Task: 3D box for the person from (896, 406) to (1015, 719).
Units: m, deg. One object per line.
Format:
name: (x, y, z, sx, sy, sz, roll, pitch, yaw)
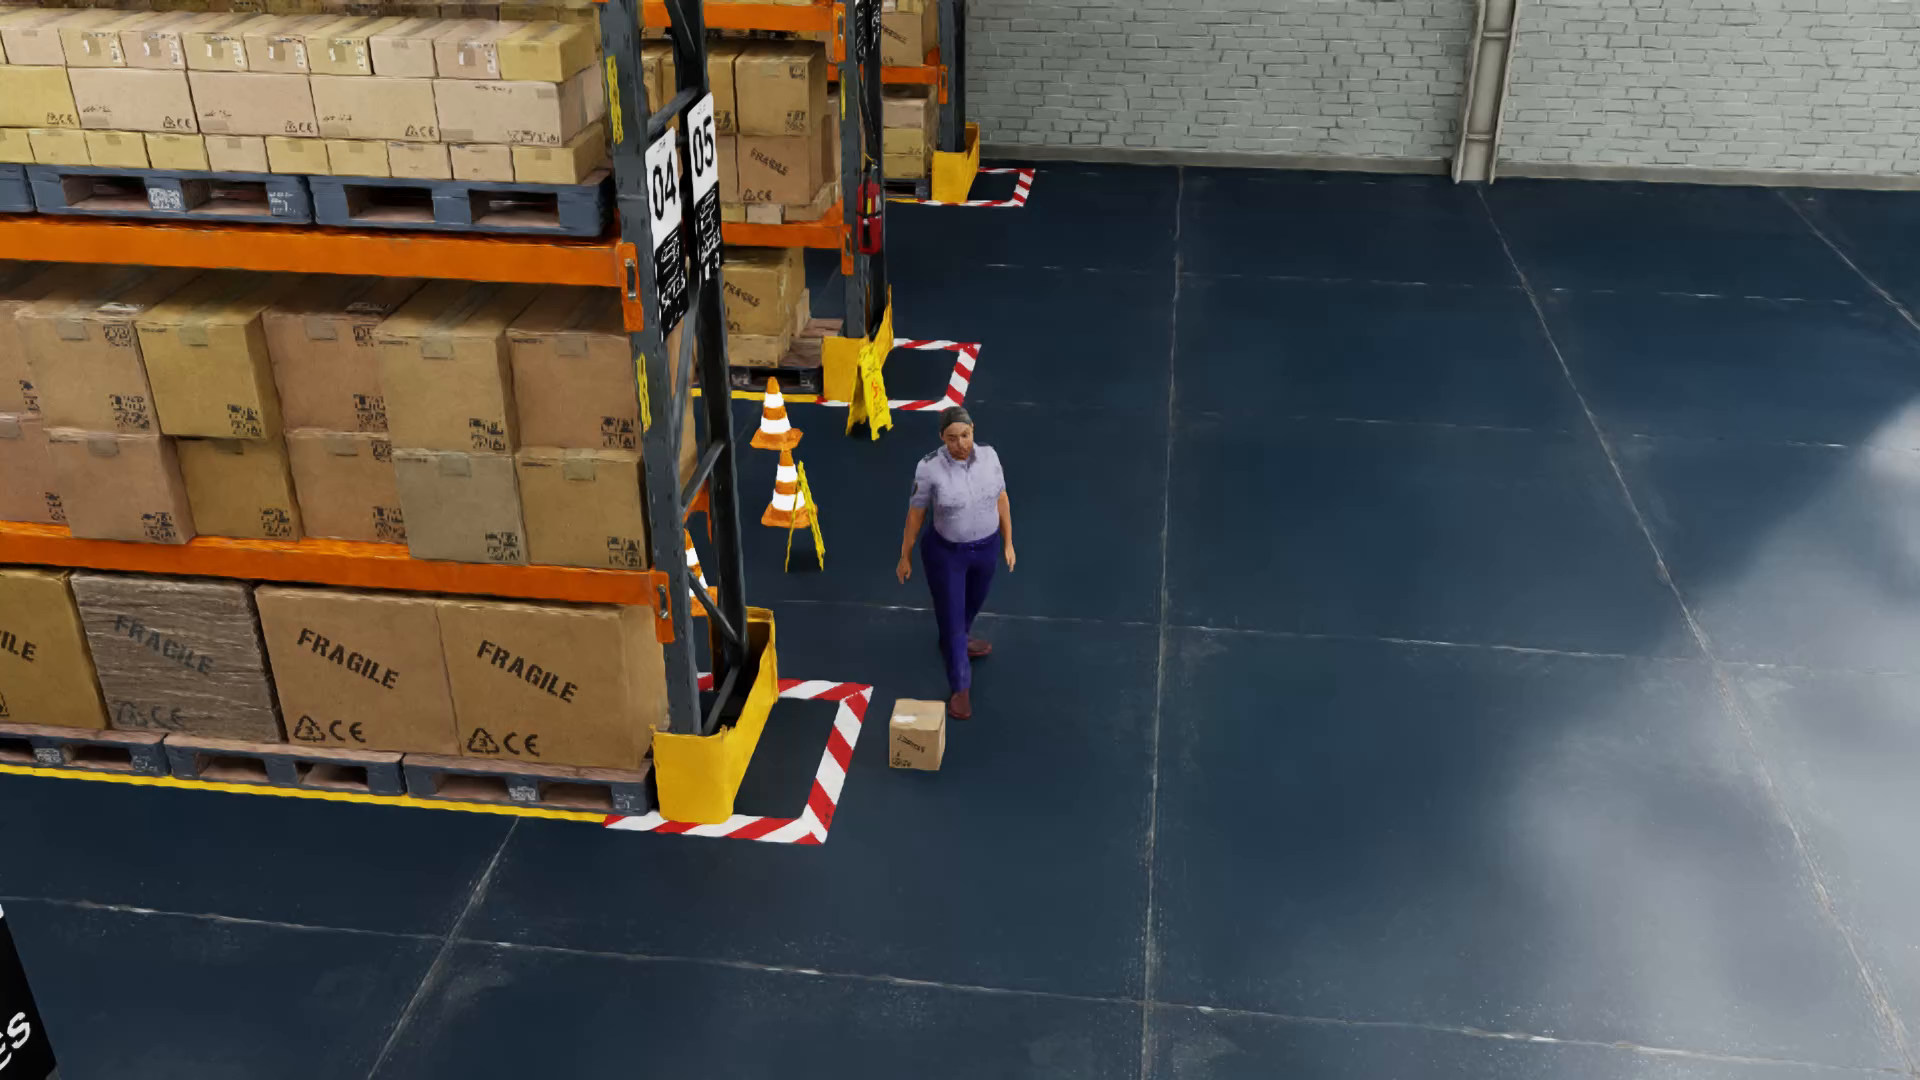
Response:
person: (-0.023, 0.052, 8.550, 0.612, 1.636, 0.662, -15, 32, -25)
